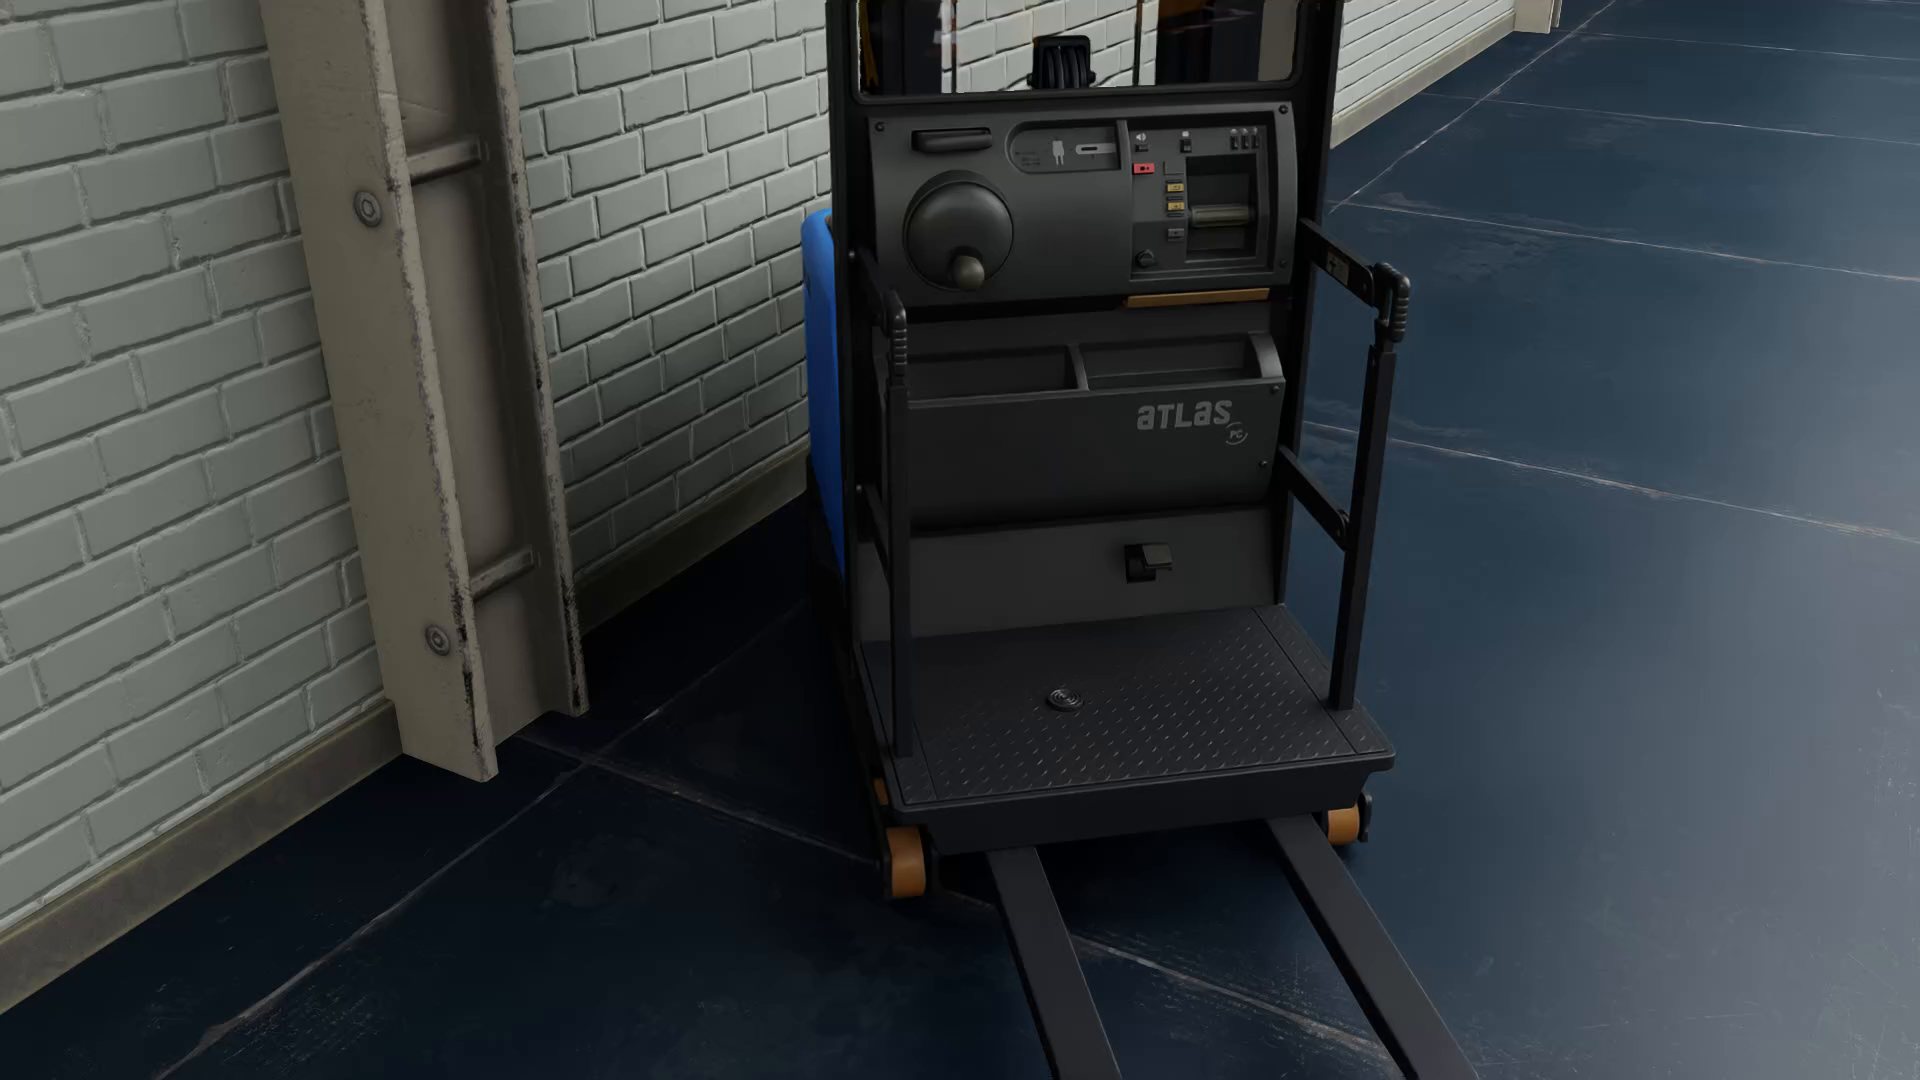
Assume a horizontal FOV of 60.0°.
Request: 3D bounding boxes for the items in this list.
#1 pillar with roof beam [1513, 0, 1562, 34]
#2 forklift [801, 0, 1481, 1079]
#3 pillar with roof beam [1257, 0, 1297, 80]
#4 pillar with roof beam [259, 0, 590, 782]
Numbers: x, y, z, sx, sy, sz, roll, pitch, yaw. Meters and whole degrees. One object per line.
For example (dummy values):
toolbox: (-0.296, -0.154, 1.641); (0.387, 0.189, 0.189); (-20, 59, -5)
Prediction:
pillar with roof beam: (8.451, -7.270, 9.719); (9.100, 9.000, 0.400); (14, 30, 26)
forklift: (0.313, -0.697, 3.368); (1.130, 2.935, 3.031); (-5, 27, -10)
pillar with roof beam: (5.499, -4.931, 5.048); (9.100, 9.000, 0.400); (14, 30, 26)
pillar with roof beam: (2.548, -2.593, 0.377); (9.100, 9.000, 0.400); (14, 30, 26)
